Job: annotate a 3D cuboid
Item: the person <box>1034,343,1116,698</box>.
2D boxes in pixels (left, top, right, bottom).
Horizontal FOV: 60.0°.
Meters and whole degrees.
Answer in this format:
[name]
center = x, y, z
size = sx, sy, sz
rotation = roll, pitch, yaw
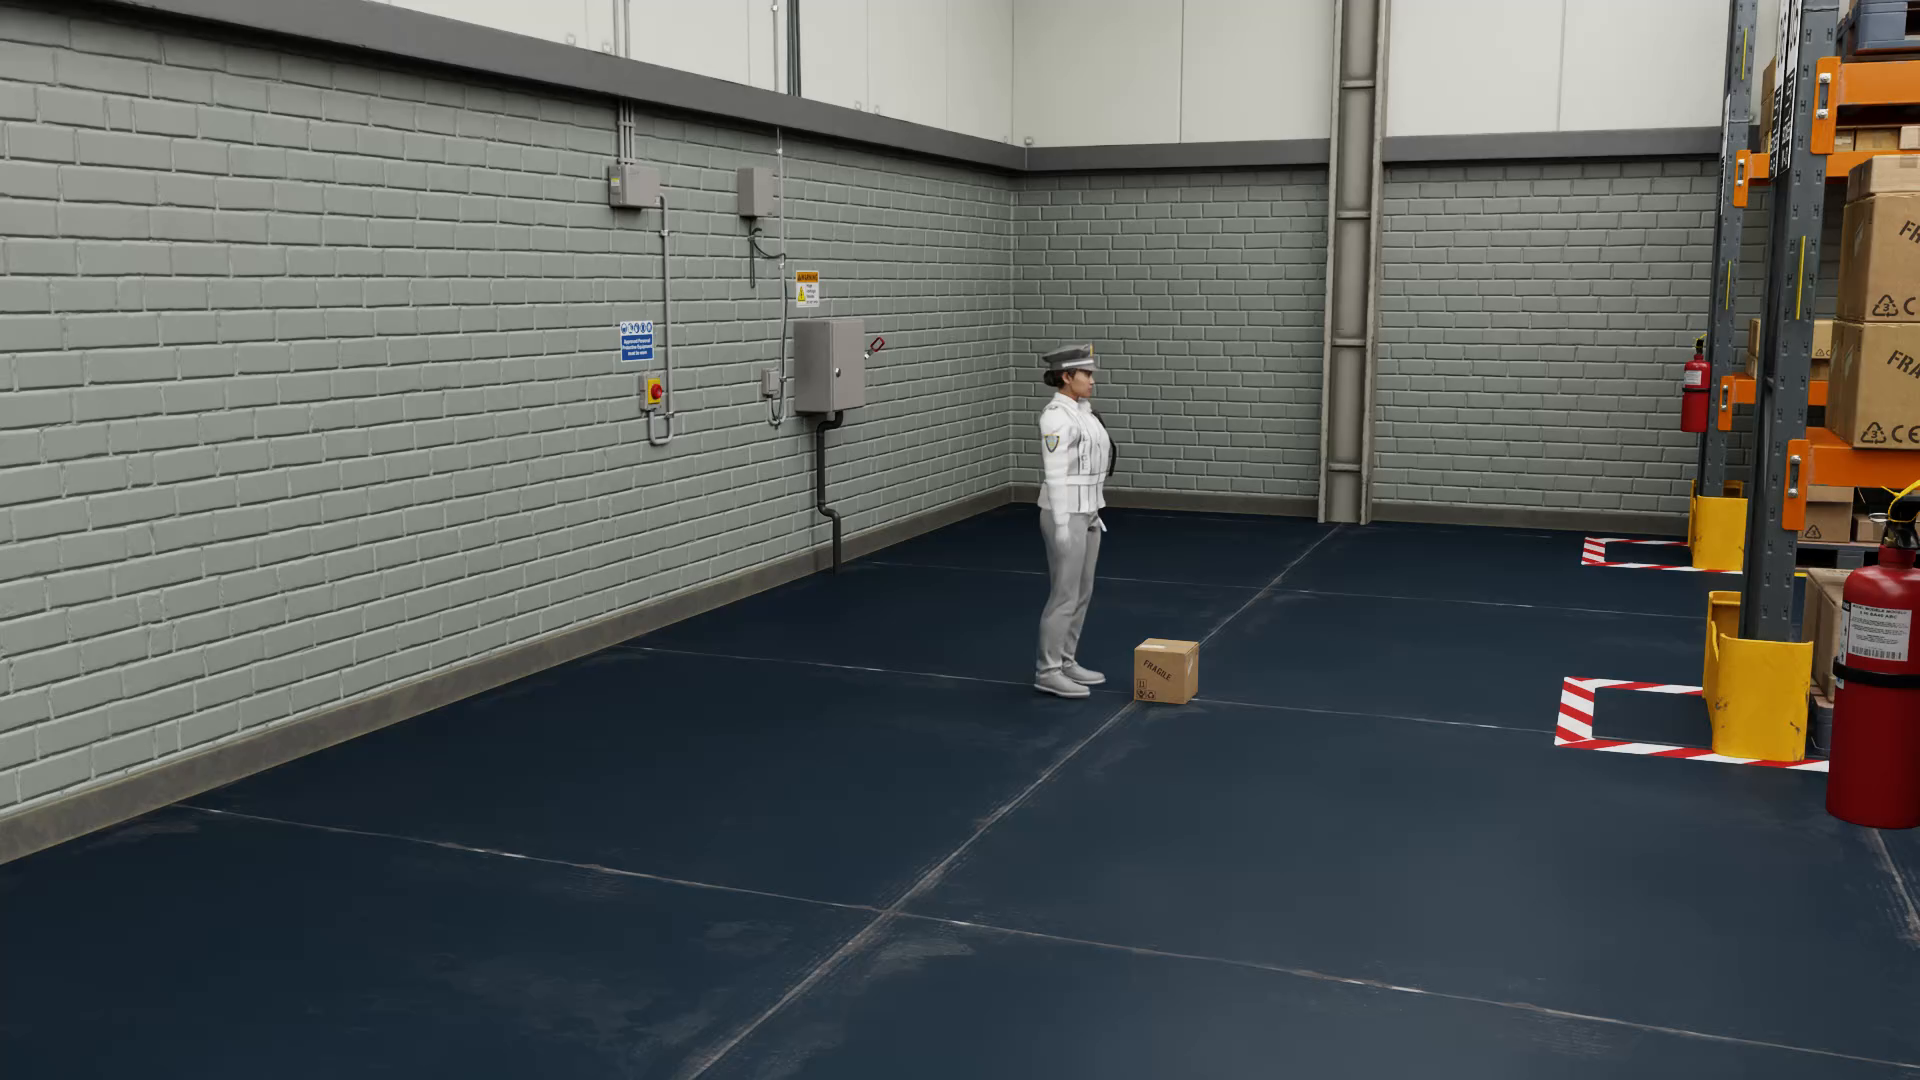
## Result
[person]
center = 0.553, -0.106, 8.003
size = 0.334, 1.678, 0.470
rotation = 4, 10, 23
